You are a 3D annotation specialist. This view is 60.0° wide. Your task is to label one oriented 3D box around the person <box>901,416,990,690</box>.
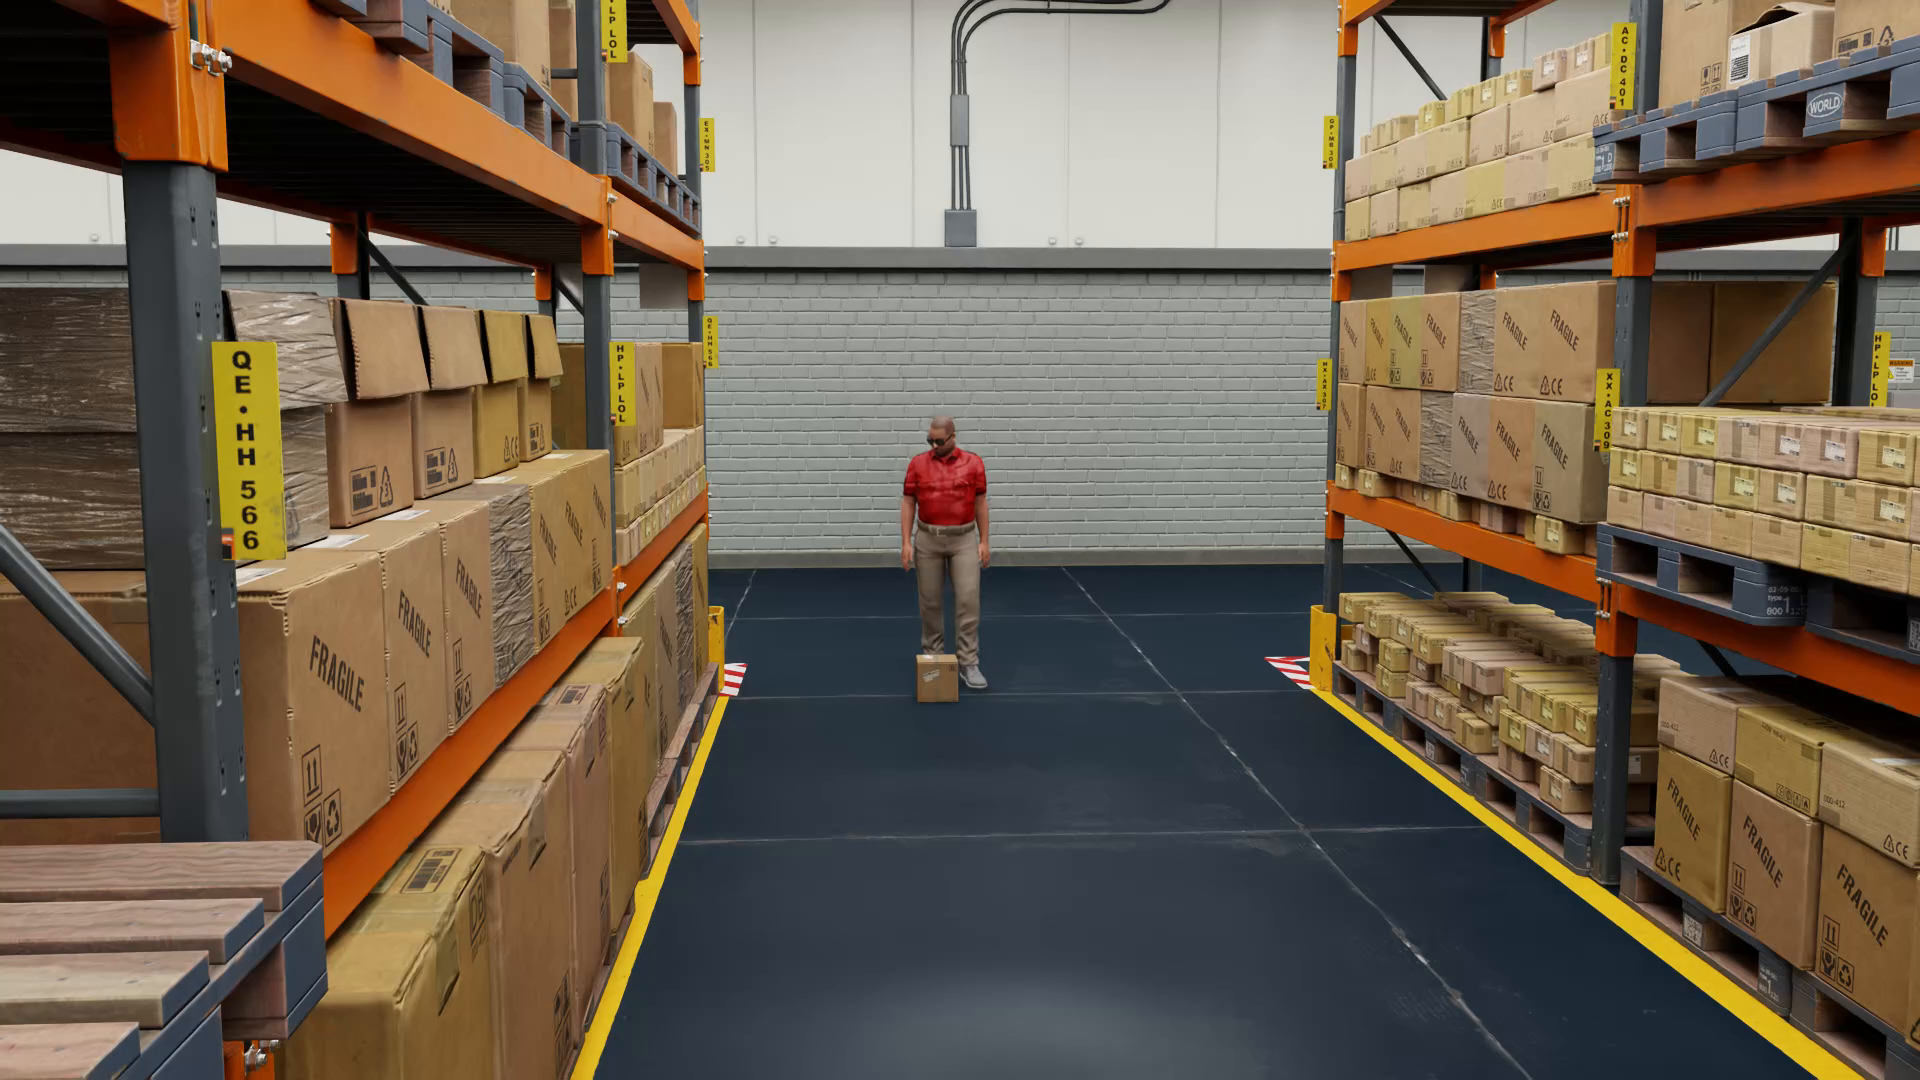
[{"bbox_3d":[-0.103,0.059,10.699,0.581,1.709,0.679,0,7,3],"label":"person"}]
